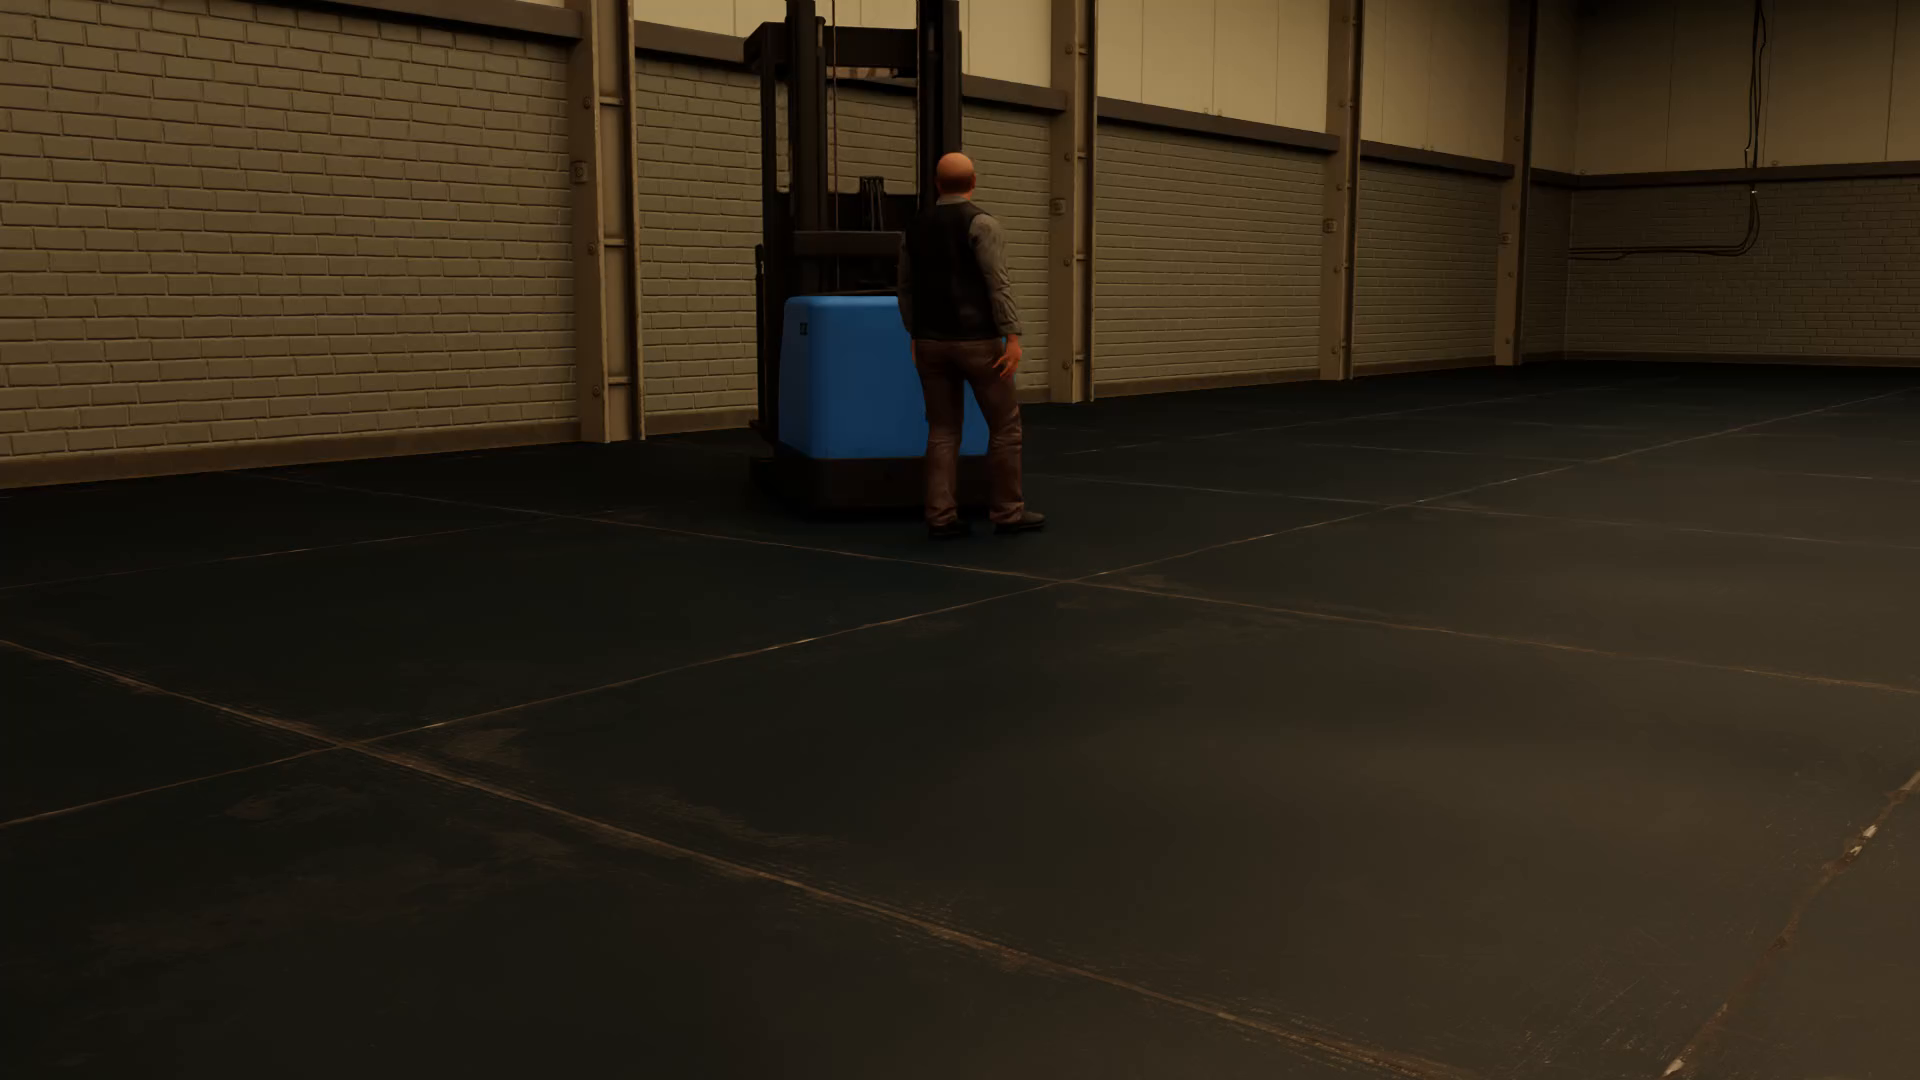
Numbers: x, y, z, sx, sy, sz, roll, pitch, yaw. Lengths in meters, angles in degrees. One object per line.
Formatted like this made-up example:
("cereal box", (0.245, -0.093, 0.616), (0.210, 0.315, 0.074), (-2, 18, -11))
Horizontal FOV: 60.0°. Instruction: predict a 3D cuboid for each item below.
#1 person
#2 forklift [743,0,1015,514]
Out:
("person", (0.041, -0.875, 7.535), (0.692, 1.712, 0.602), (5, 10, 33))
("forklift", (-0.590, -1.753, 9.263), (1.130, 2.935, 3.031), (-2, 9, -15))
